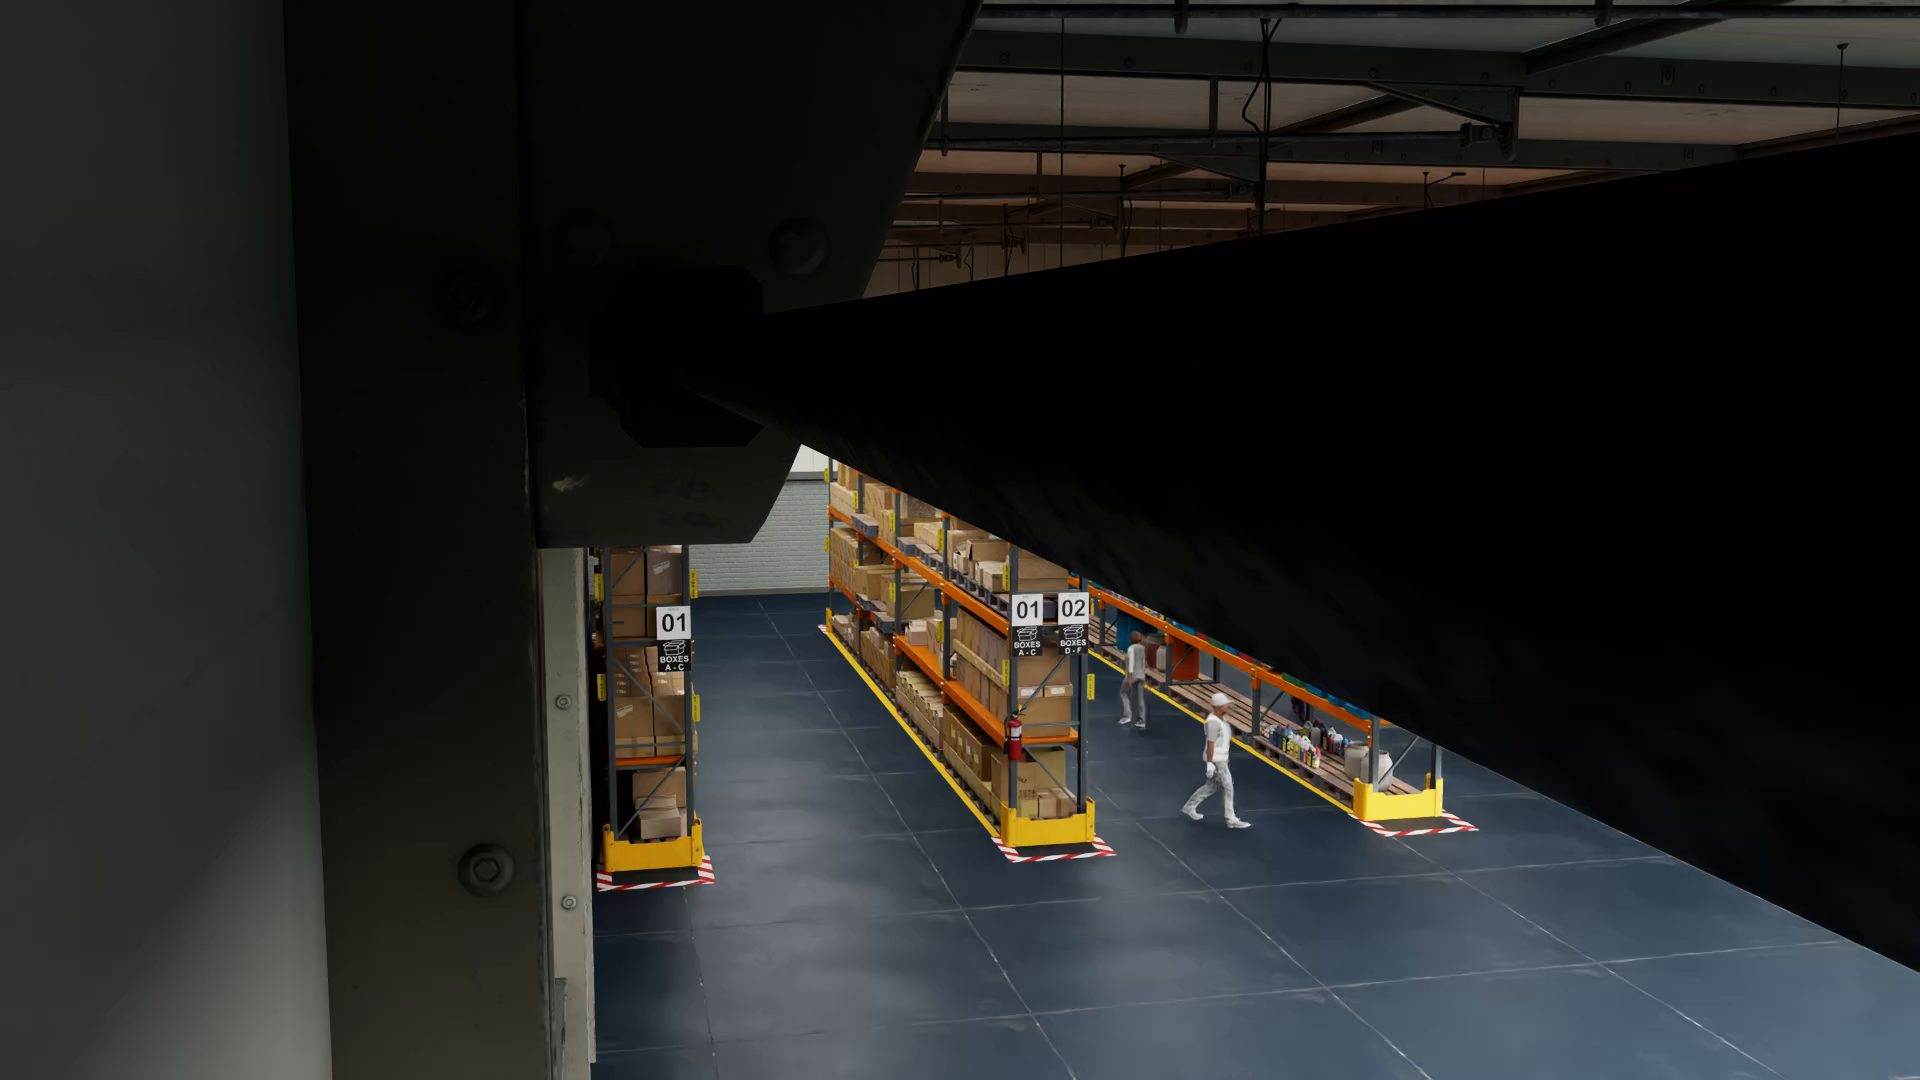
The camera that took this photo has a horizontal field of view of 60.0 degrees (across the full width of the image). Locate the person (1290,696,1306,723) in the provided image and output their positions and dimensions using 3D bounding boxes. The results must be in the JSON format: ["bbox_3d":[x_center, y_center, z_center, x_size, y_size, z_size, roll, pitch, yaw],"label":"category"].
[{"bbox_3d":[5.728,2.233,28.023,0.526,1.566,0.825,-2,7,-16],"label":"person"}]

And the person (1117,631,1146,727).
[{"bbox_3d":[2.919,2.288,27.421,0.418,1.584,0.563,-4,8,-28],"label":"person"}]

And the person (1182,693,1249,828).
[{"bbox_3d":[3.371,2.878,21.840,0.914,1.755,0.611,2,7,15],"label":"person"}]
